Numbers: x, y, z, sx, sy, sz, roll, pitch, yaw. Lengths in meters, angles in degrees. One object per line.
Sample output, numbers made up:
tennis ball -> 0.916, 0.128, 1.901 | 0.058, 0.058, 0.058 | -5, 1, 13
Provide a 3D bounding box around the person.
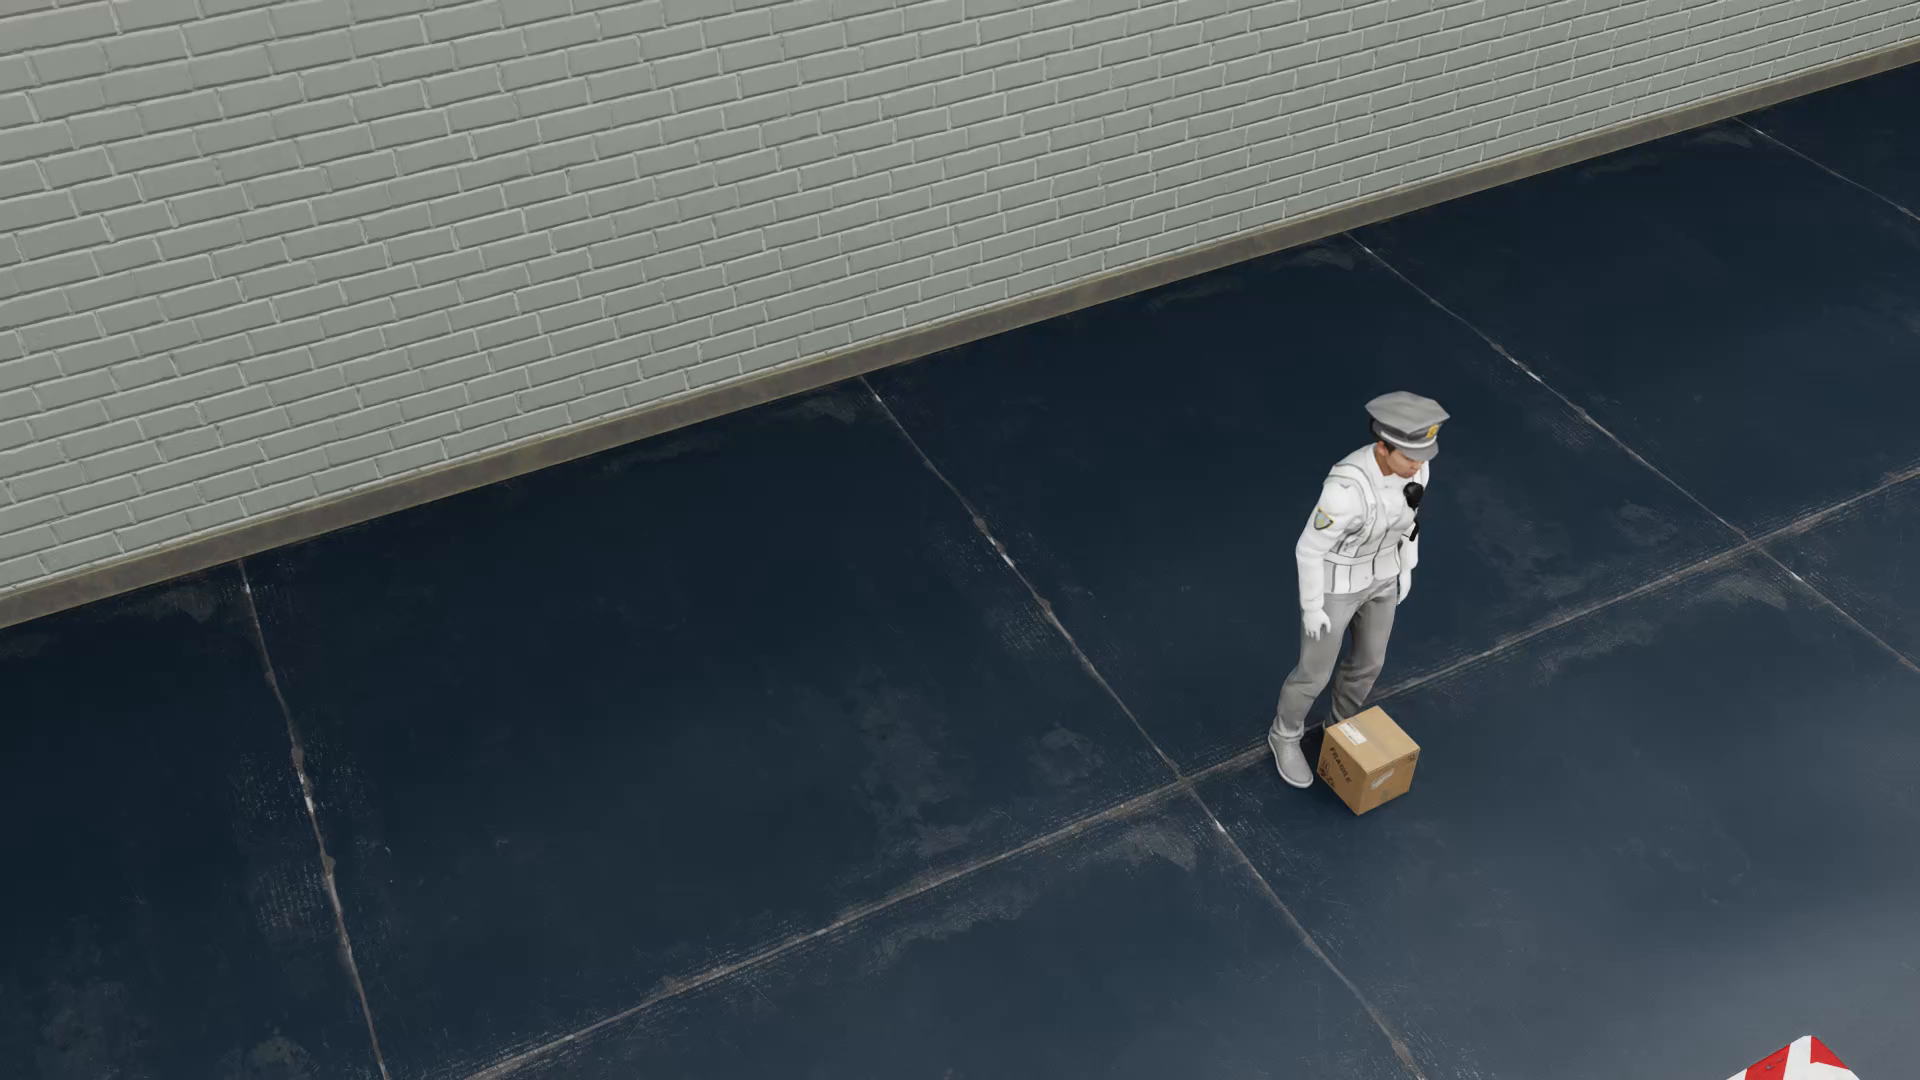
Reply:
person -> 1.428, 0.175, 5.960 | 0.518, 1.662, 0.413 | -21, 45, -22
